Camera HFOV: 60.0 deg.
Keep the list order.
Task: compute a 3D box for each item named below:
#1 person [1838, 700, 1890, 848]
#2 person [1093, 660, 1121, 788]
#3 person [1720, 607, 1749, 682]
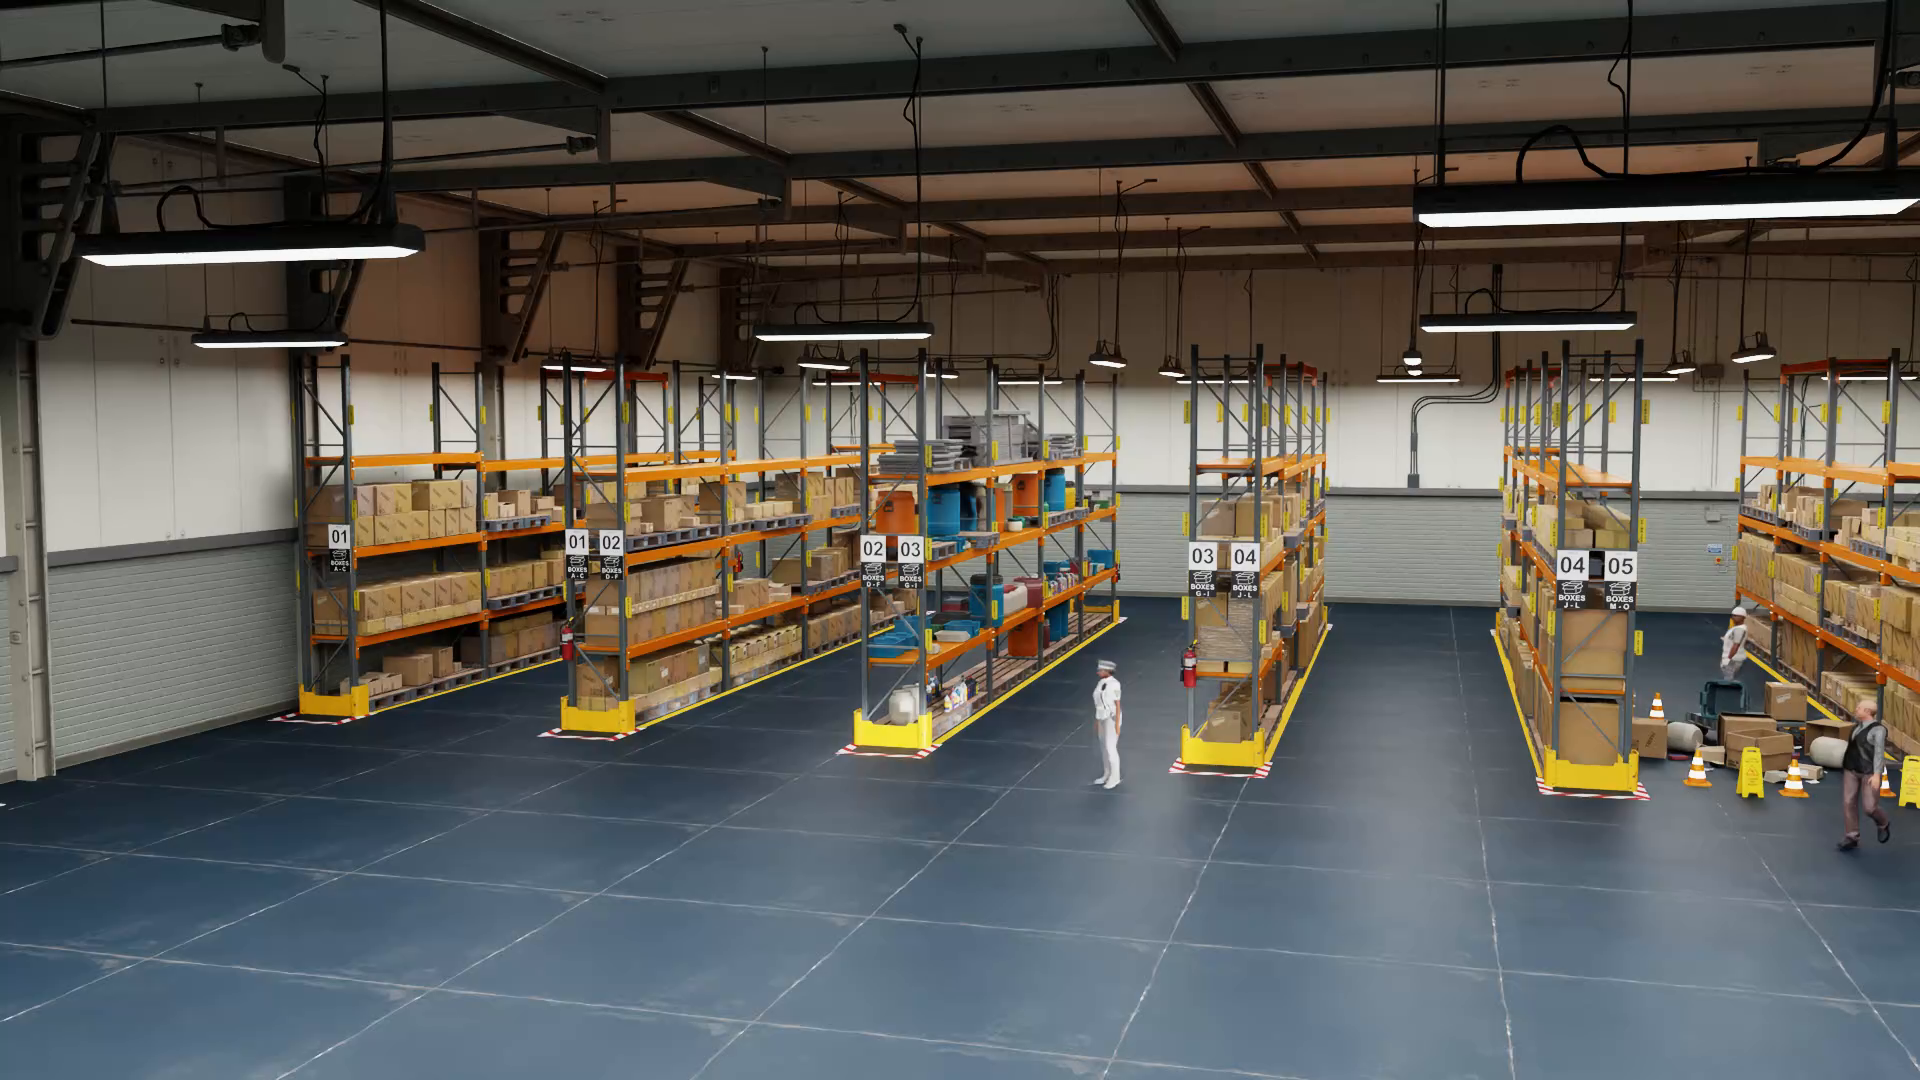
[{"bbox_3d":[10.450,2.692,19.167,0.624,1.714,0.502,-3,5,-32],"label":"person"},{"bbox_3d":[1.996,2.488,22.572,0.366,1.726,0.533,-2,5,-23],"label":"person"},{"bbox_3d":[12.968,2.023,27.913,0.610,1.806,0.520,-4,6,-43],"label":"person"}]
